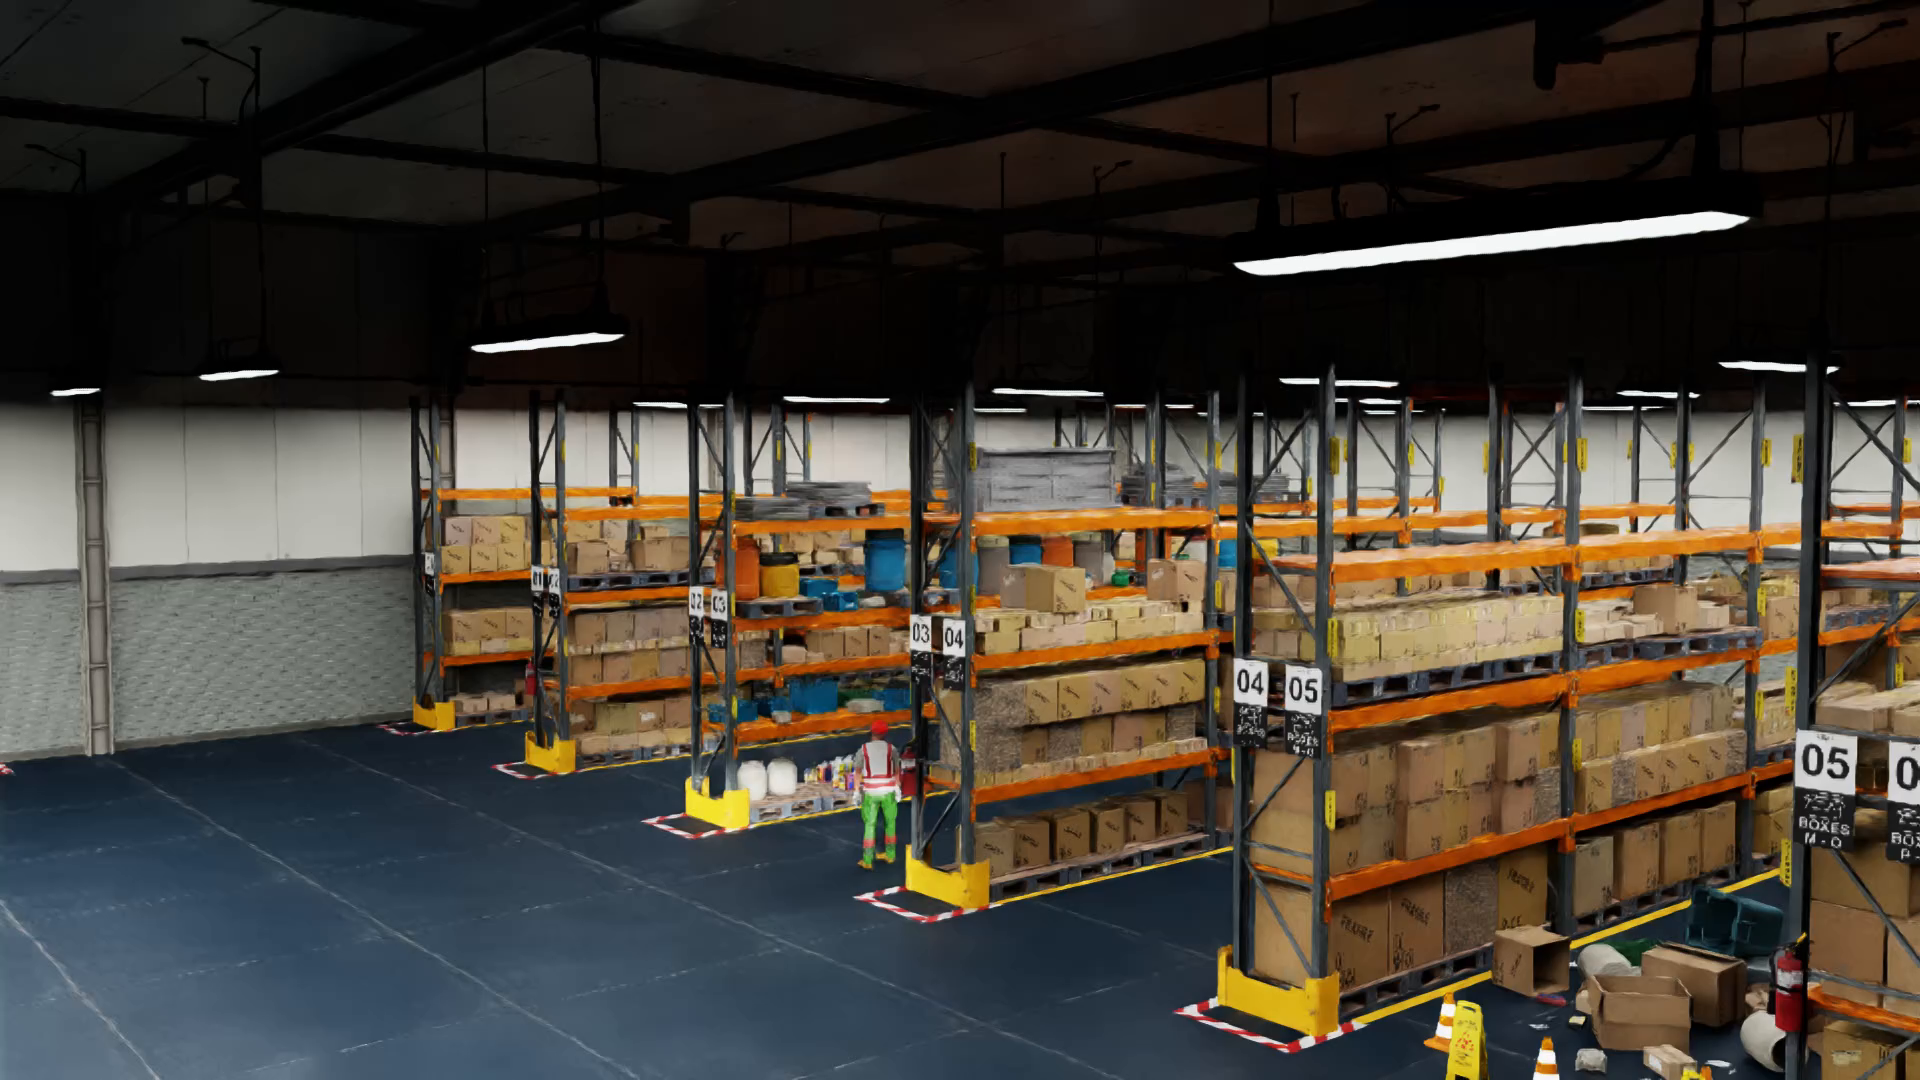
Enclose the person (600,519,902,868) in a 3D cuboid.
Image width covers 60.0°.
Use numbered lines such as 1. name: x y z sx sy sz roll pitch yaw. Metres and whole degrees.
1. person: -3.935 1.705 26.271 4.541 3.787 13.394 -1 3 -9
